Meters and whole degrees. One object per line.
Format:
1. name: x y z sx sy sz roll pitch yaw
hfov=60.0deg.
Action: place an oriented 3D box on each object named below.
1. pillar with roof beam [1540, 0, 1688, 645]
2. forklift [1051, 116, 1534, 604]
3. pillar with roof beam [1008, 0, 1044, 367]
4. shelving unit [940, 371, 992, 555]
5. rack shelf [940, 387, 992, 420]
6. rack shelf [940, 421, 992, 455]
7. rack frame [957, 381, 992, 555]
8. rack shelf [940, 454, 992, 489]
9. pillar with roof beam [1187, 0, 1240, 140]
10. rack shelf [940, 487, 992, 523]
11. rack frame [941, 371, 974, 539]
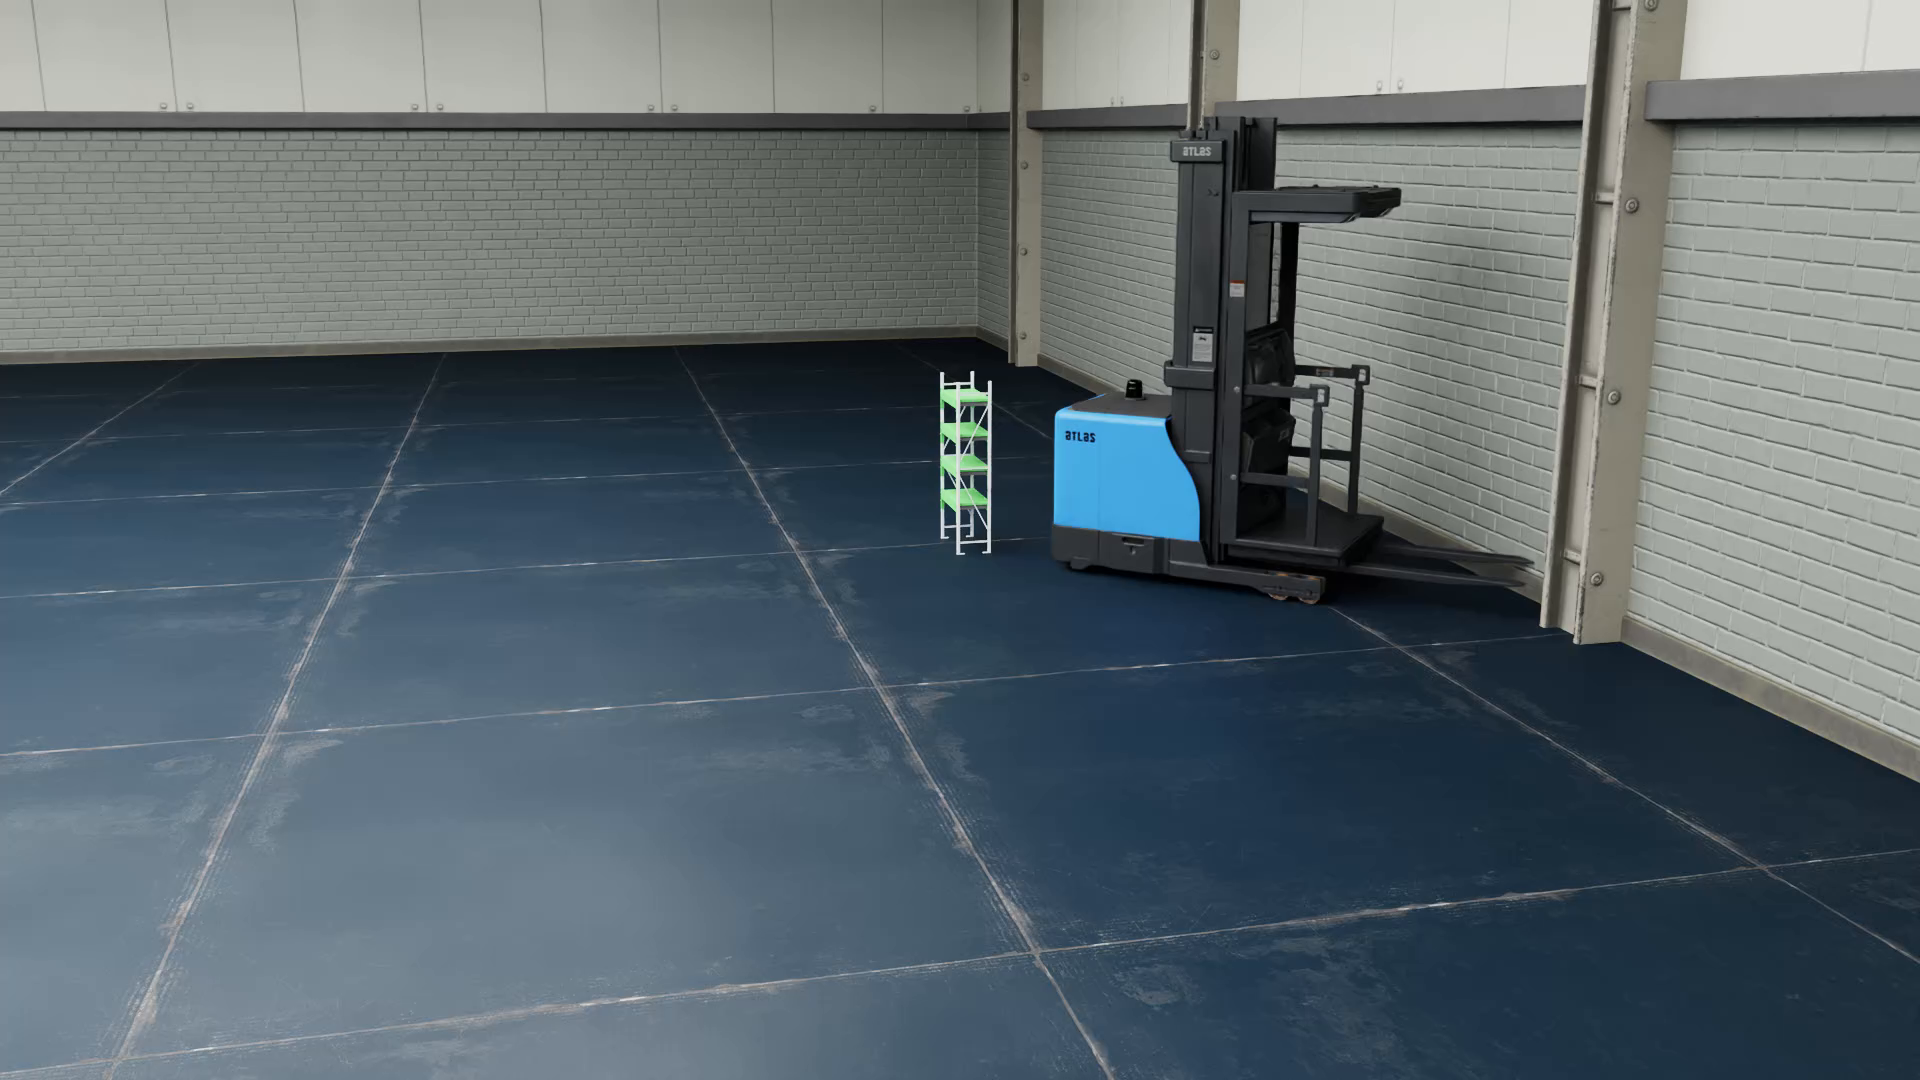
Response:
1. pillar with roof beam: -0.556 -3.589 7.656 9.100 9.000 0.400 -3 14 -13
2. forklift: 2.157 -1.171 10.545 3.031 2.935 1.130 7 15 27
3. pillar with roof beam: -3.374 -6.357 18.987 9.100 9.000 0.400 -3 14 -13
4. shelving unit: 0.039 -0.545 11.628 0.258 1.200 0.503 -3 14 -13
5. rack shelf: 0.039 -0.949 11.530 0.258 0.148 0.480 -3 14 -13
6. rack shelf: 0.039 -0.716 11.587 0.258 0.148 0.480 -3 14 -13
7. rack frame: 0.096 -0.488 11.398 0.240 1.200 0.015 -3 14 -13
8. rack shelf: 0.039 -0.483 11.644 0.258 0.148 0.480 -3 14 -13
9. pillar with roof beam: -1.965 -4.973 13.322 9.100 9.000 0.400 -3 14 -13
10. rack shelf: 0.039 -0.249 11.700 0.258 0.148 0.480 -3 14 -13
11. rack frame: -0.018 -0.601 11.859 0.240 1.200 0.015 -3 14 -13
